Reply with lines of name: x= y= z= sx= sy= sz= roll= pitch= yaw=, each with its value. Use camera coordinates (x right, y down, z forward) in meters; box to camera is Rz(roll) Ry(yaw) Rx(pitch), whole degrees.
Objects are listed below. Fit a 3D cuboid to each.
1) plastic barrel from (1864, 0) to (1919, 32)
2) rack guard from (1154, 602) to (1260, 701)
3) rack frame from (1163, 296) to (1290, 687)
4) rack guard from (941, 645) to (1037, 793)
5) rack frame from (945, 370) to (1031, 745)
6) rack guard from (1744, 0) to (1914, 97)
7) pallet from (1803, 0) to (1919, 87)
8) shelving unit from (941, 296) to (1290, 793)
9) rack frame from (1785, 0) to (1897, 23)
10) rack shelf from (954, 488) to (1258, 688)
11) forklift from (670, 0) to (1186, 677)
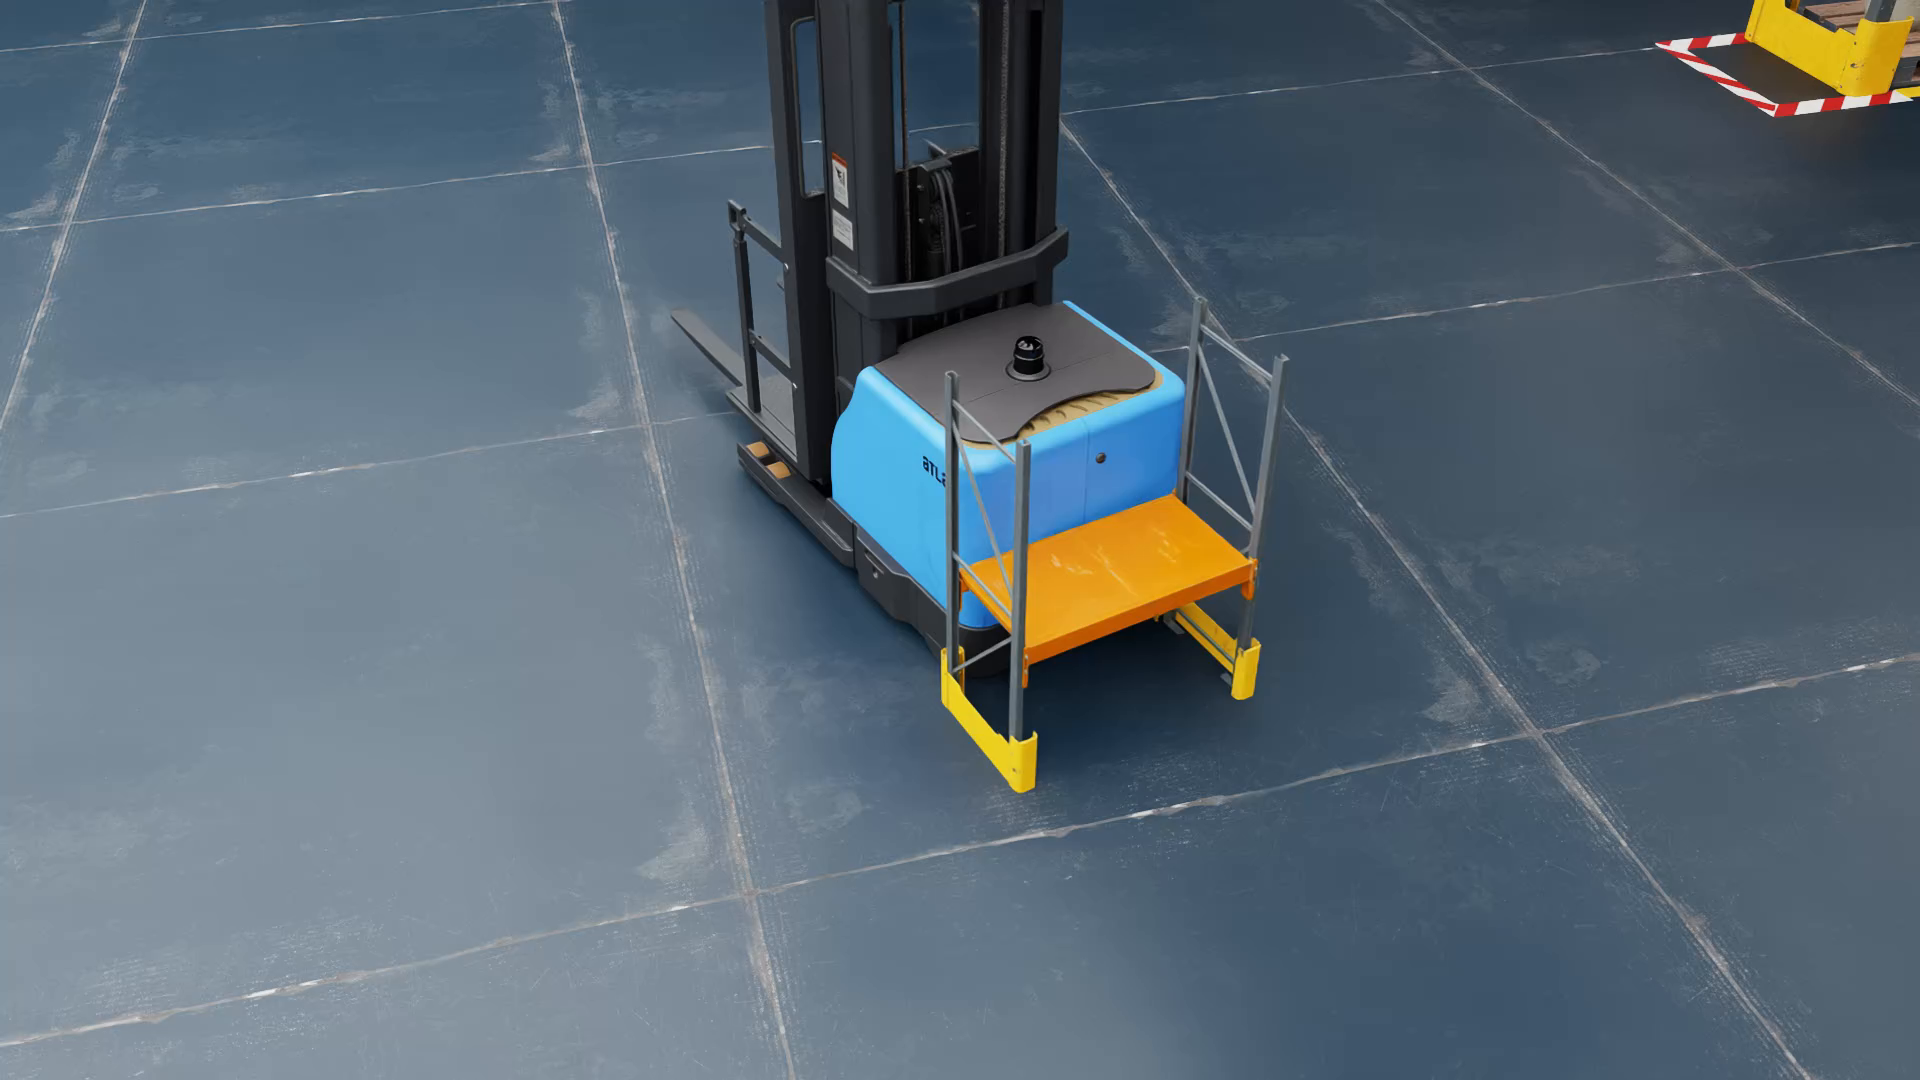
plastic barrel: x=6.508 y=-3.804 z=11.457 sx=0.421 sy=0.512 sz=0.421 roll=0 pitch=37 yaw=0
rack guard: x=0.968 y=0.360 z=6.574 sx=0.087 sy=0.250 sz=0.587 roll=-19 pitch=41 yaw=-23
rack frame: x=0.969 y=-0.137 z=6.195 sx=0.032 sy=1.500 sz=0.500 roll=-19 pitch=41 yaw=-23
rack guard: x=0.103 y=0.659 z=6.182 sx=0.087 sy=0.250 sz=0.587 roll=-19 pitch=41 yaw=-23
rack frame: x=0.086 y=0.169 z=5.795 sx=0.032 sy=1.500 sz=0.500 roll=-19 pitch=41 yaw=-23
rack guard: x=5.954 y=-3.523 z=11.445 sx=0.348 sy=0.500 sz=1.175 roll=-9 pitch=38 yaw=-12
pallet: x=6.740 y=-3.534 z=11.697 sx=1.213 sy=0.211 sz=1.003 roll=-9 pitch=38 yaw=-12
shelving unit: x=0.535 y=0.013 z=5.998 sx=1.083 sy=1.500 sz=0.587 roll=-19 pitch=41 yaw=-23
rack frame: x=5.893 y=-4.477 z=10.633 sx=0.127 sy=3.000 sz=1.000 roll=-9 pitch=38 yaw=-12
rack shelf: x=0.527 y=0.159 z=6.104 sx=1.000 sy=0.185 sz=0.538 roll=-19 pitch=41 yaw=-23
forklift: x=-0.356 y=-1.492 z=6.789 sx=1.130 sy=2.935 sz=3.031 roll=-22 pitch=42 yaw=-26
